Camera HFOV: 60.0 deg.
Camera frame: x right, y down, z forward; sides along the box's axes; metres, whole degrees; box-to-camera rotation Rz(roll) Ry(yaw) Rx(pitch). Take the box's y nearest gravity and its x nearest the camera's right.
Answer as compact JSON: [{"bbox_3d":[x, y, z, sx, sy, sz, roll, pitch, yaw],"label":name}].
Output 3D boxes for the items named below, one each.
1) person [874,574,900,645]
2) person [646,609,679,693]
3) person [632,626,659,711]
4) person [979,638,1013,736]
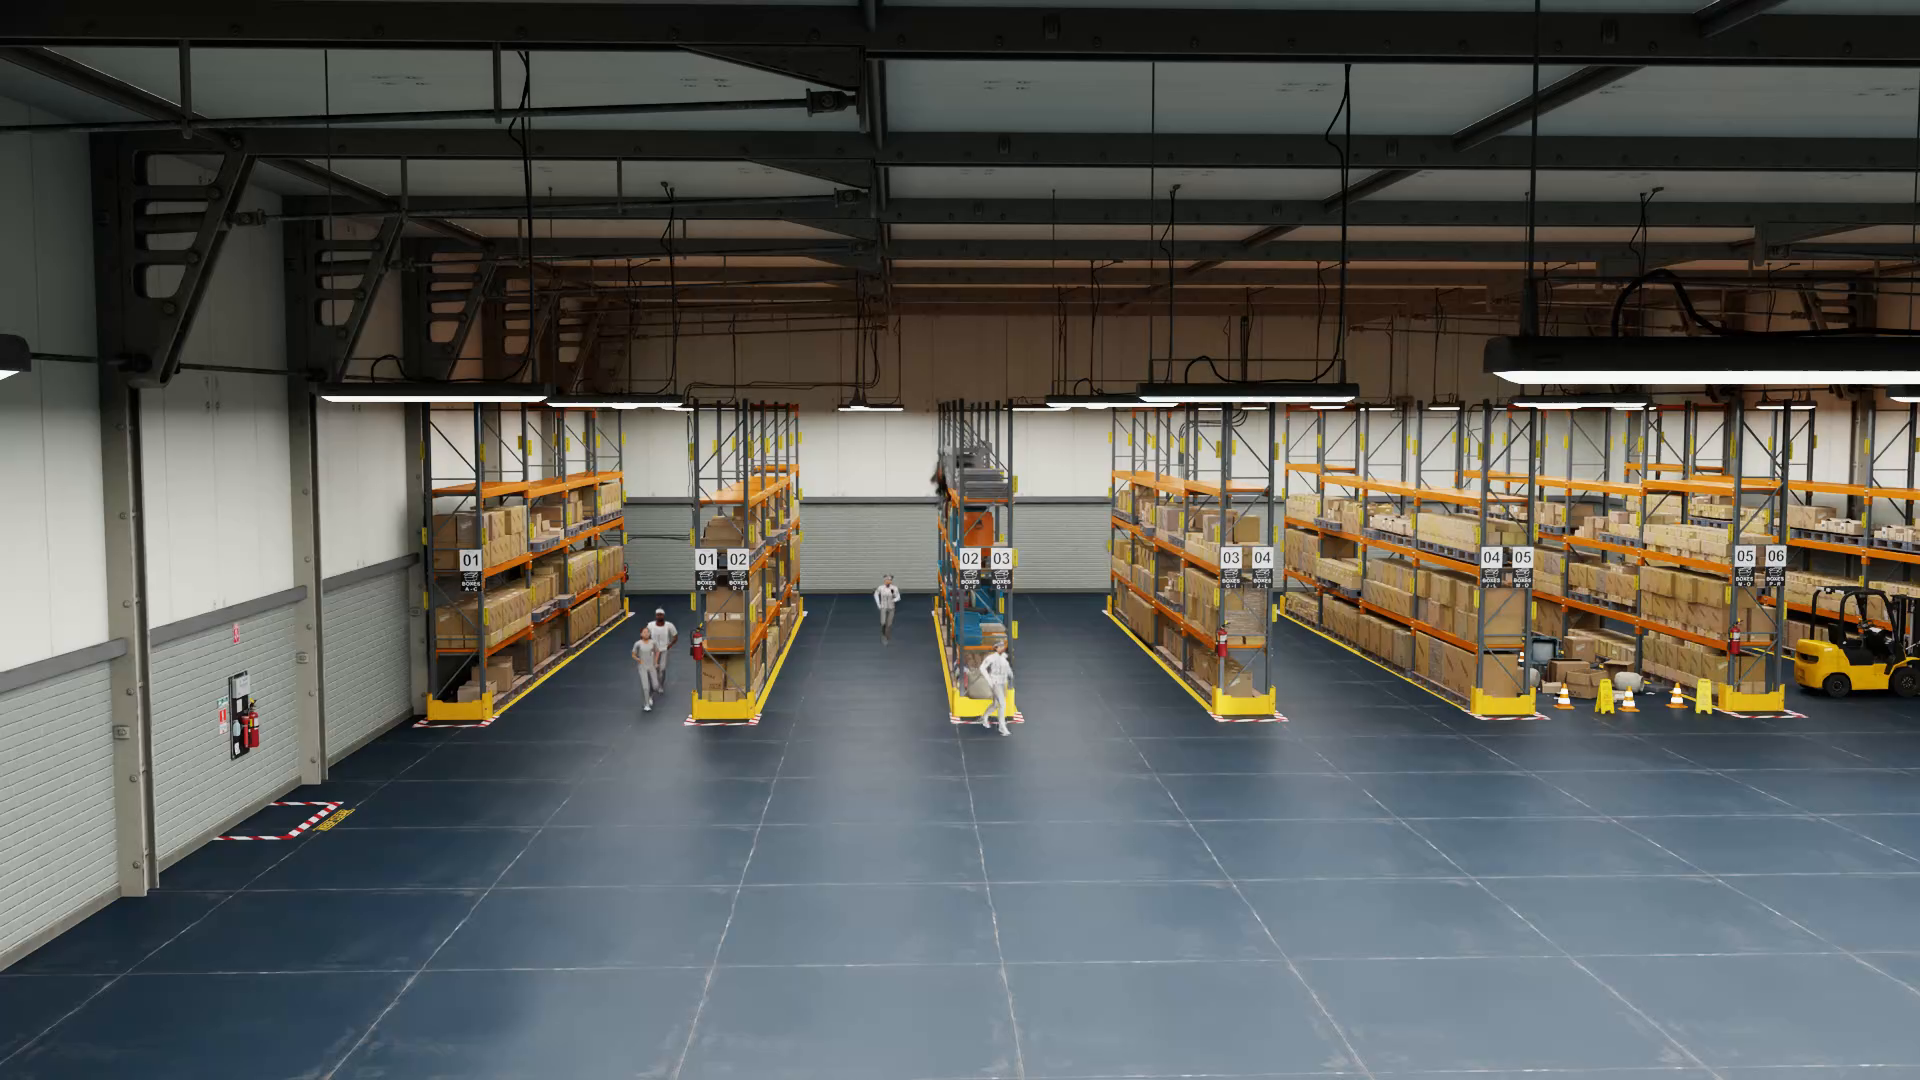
[{"bbox_3d":[-1.702,1.635,39.099,0.609,1.692,0.641,0,4,-4],"label":"person"},{"bbox_3d":[-6.180,2.270,34.325,0.721,1.717,0.658,0,4,0],"label":"person"},{"bbox_3d":[-6.033,2.475,32.035,0.560,1.622,0.577,-2,5,-24],"label":"person"},{"bbox_3d":[0.660,2.612,29.830,0.774,1.743,0.603,4,6,42],"label":"person"}]
